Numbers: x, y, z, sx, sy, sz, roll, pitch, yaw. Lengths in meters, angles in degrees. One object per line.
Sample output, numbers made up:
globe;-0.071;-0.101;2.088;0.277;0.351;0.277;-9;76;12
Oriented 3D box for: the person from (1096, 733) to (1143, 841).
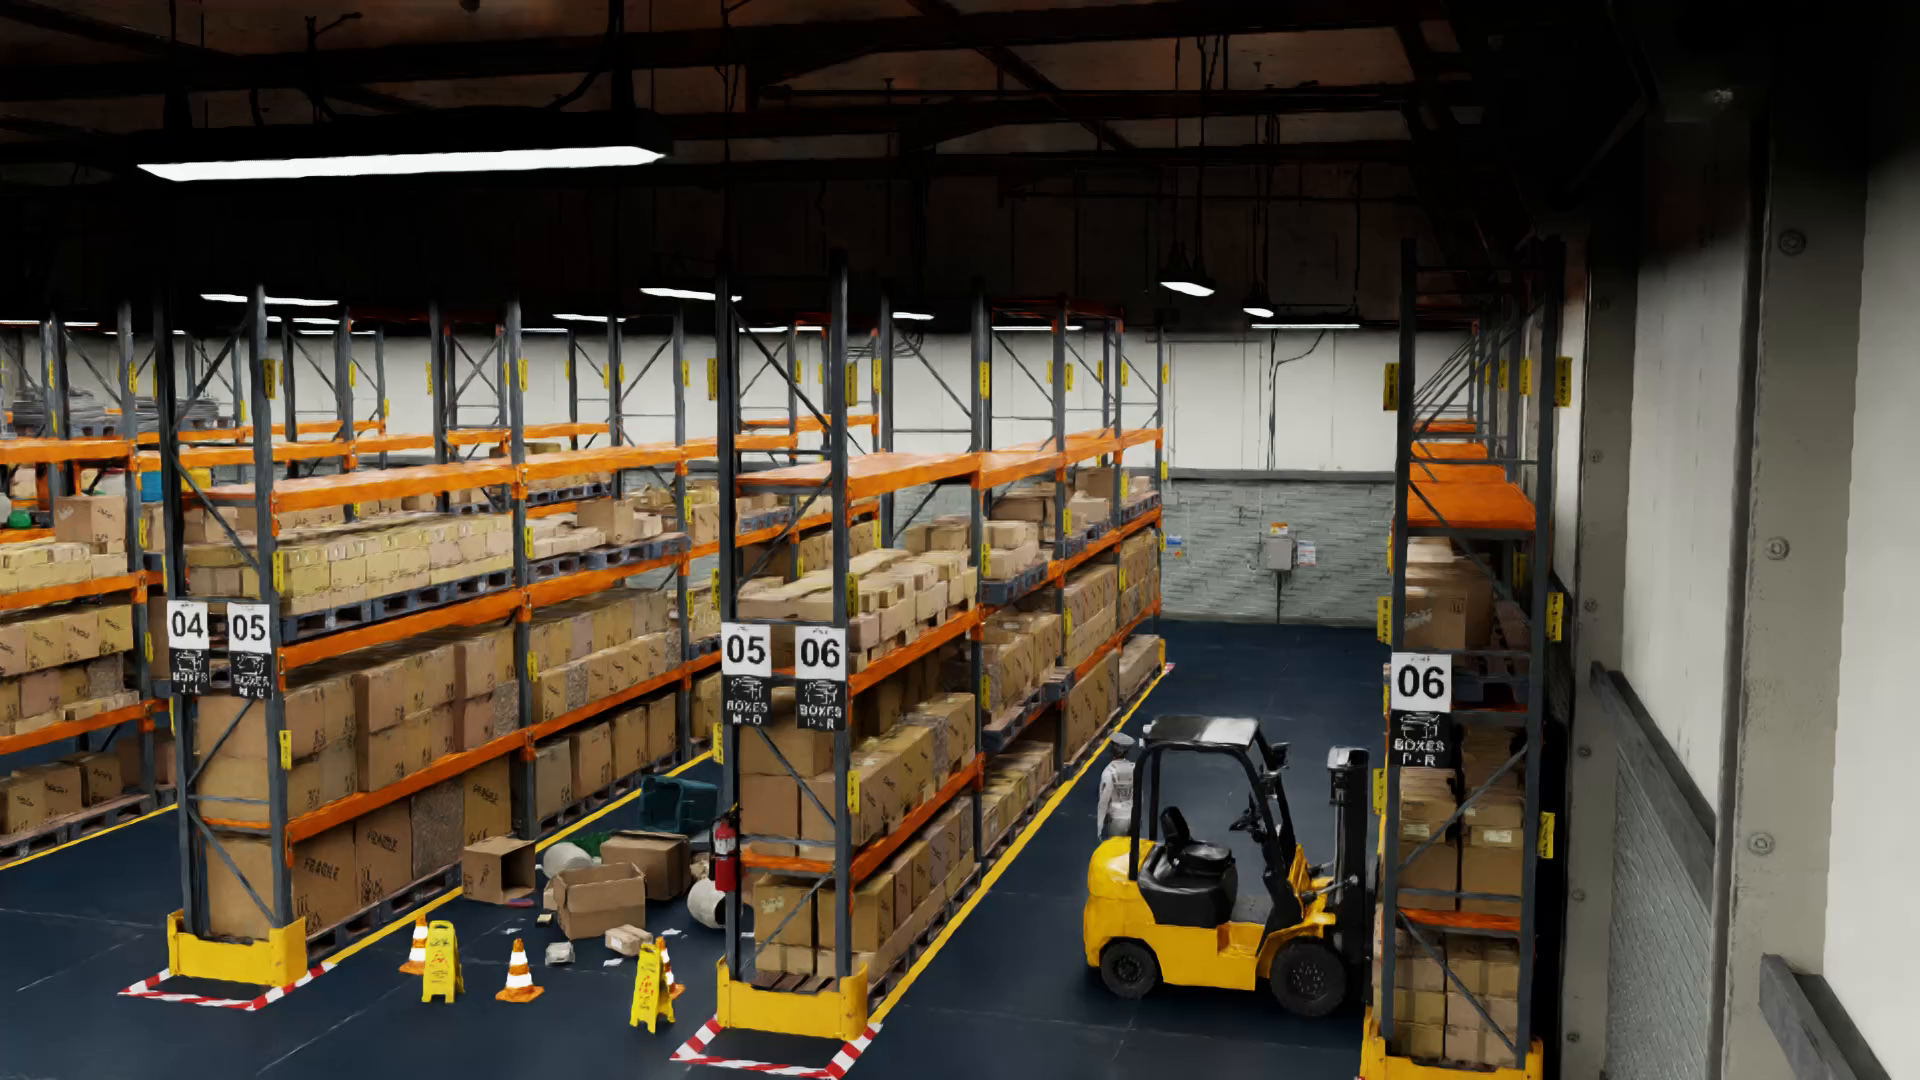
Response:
person;1.498;2.661;15.743;0.572;1.667;0.545;-6;8;-43
